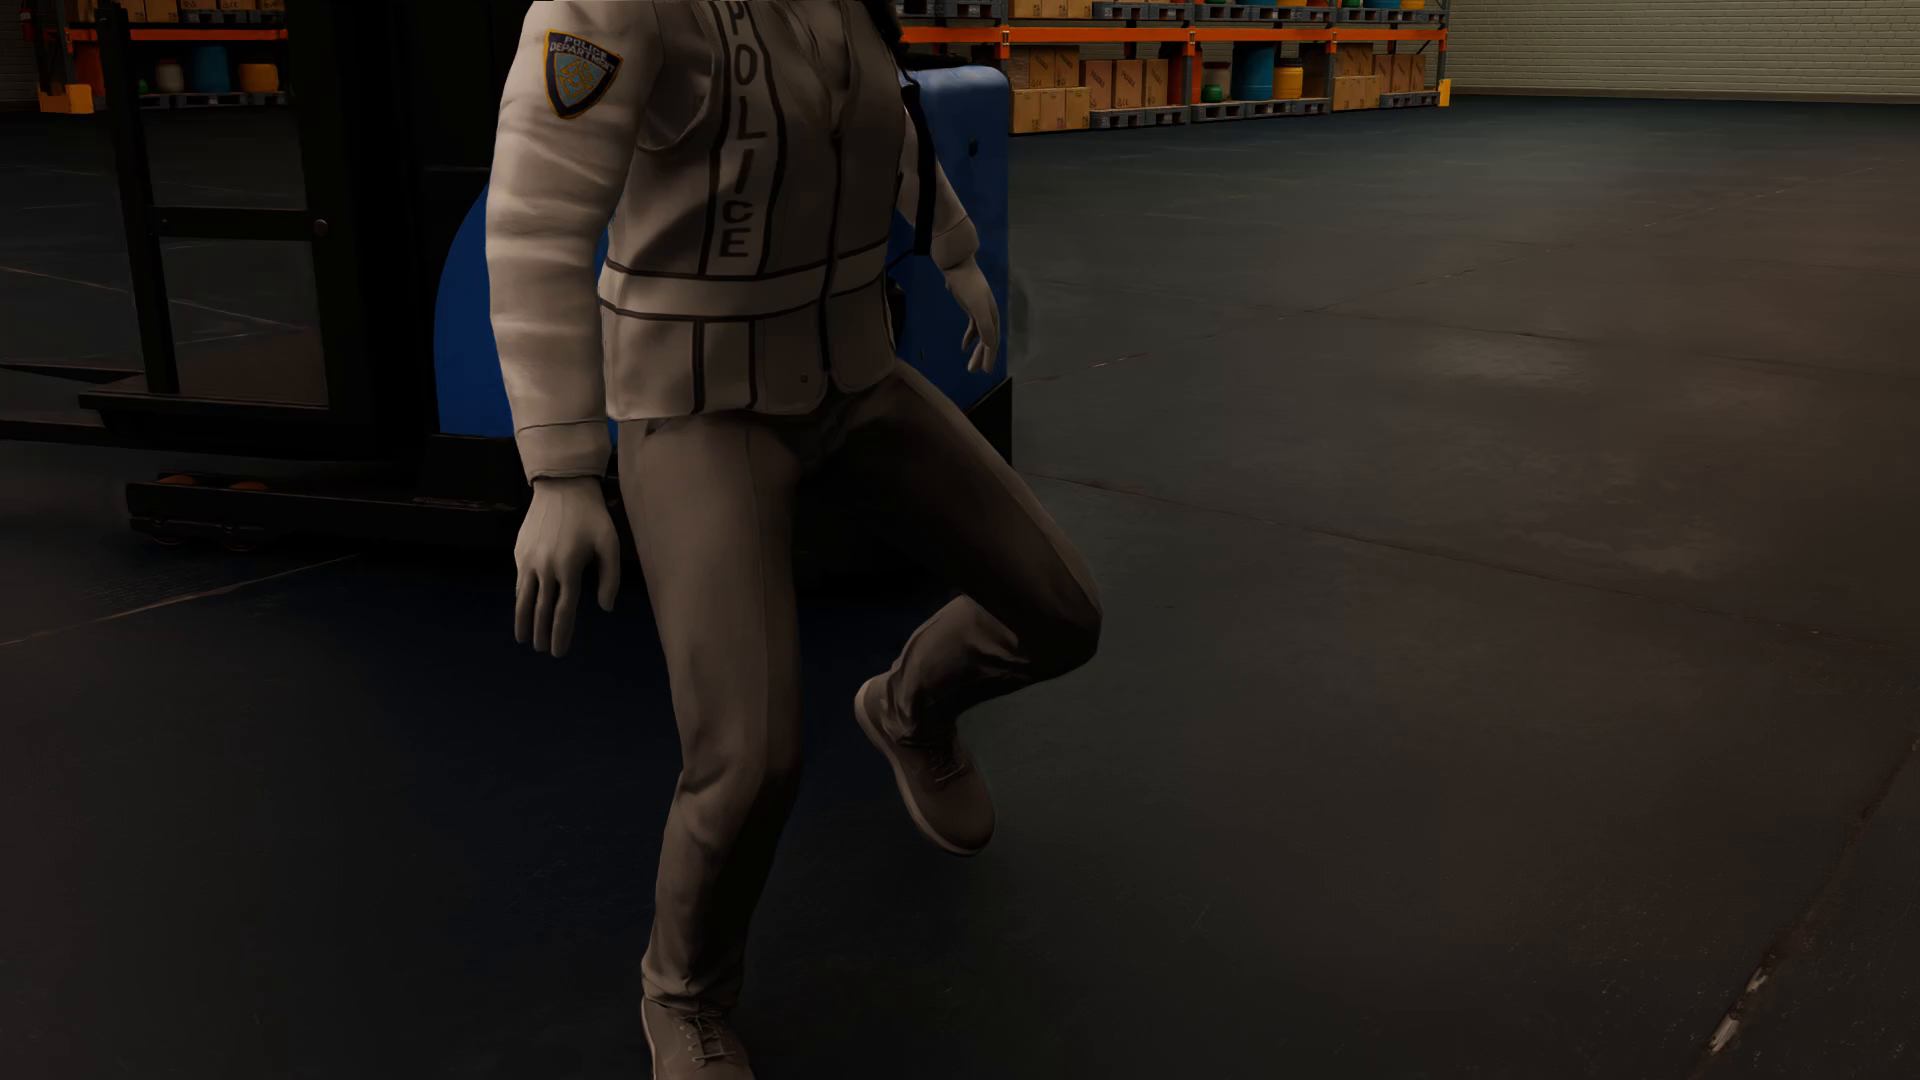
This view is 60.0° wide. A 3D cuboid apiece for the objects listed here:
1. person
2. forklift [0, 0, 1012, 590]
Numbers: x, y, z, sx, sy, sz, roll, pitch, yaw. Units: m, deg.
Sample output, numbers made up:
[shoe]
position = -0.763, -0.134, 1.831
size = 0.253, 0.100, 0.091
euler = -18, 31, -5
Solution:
[person]
position = -0.182, -0.150, 1.855
size = 0.483, 1.555, 0.908
euler = 15, 22, 41
[forklift]
position = -1.442, -1.515, 3.887
size = 3.031, 2.935, 1.130
euler = 4, 17, 14
